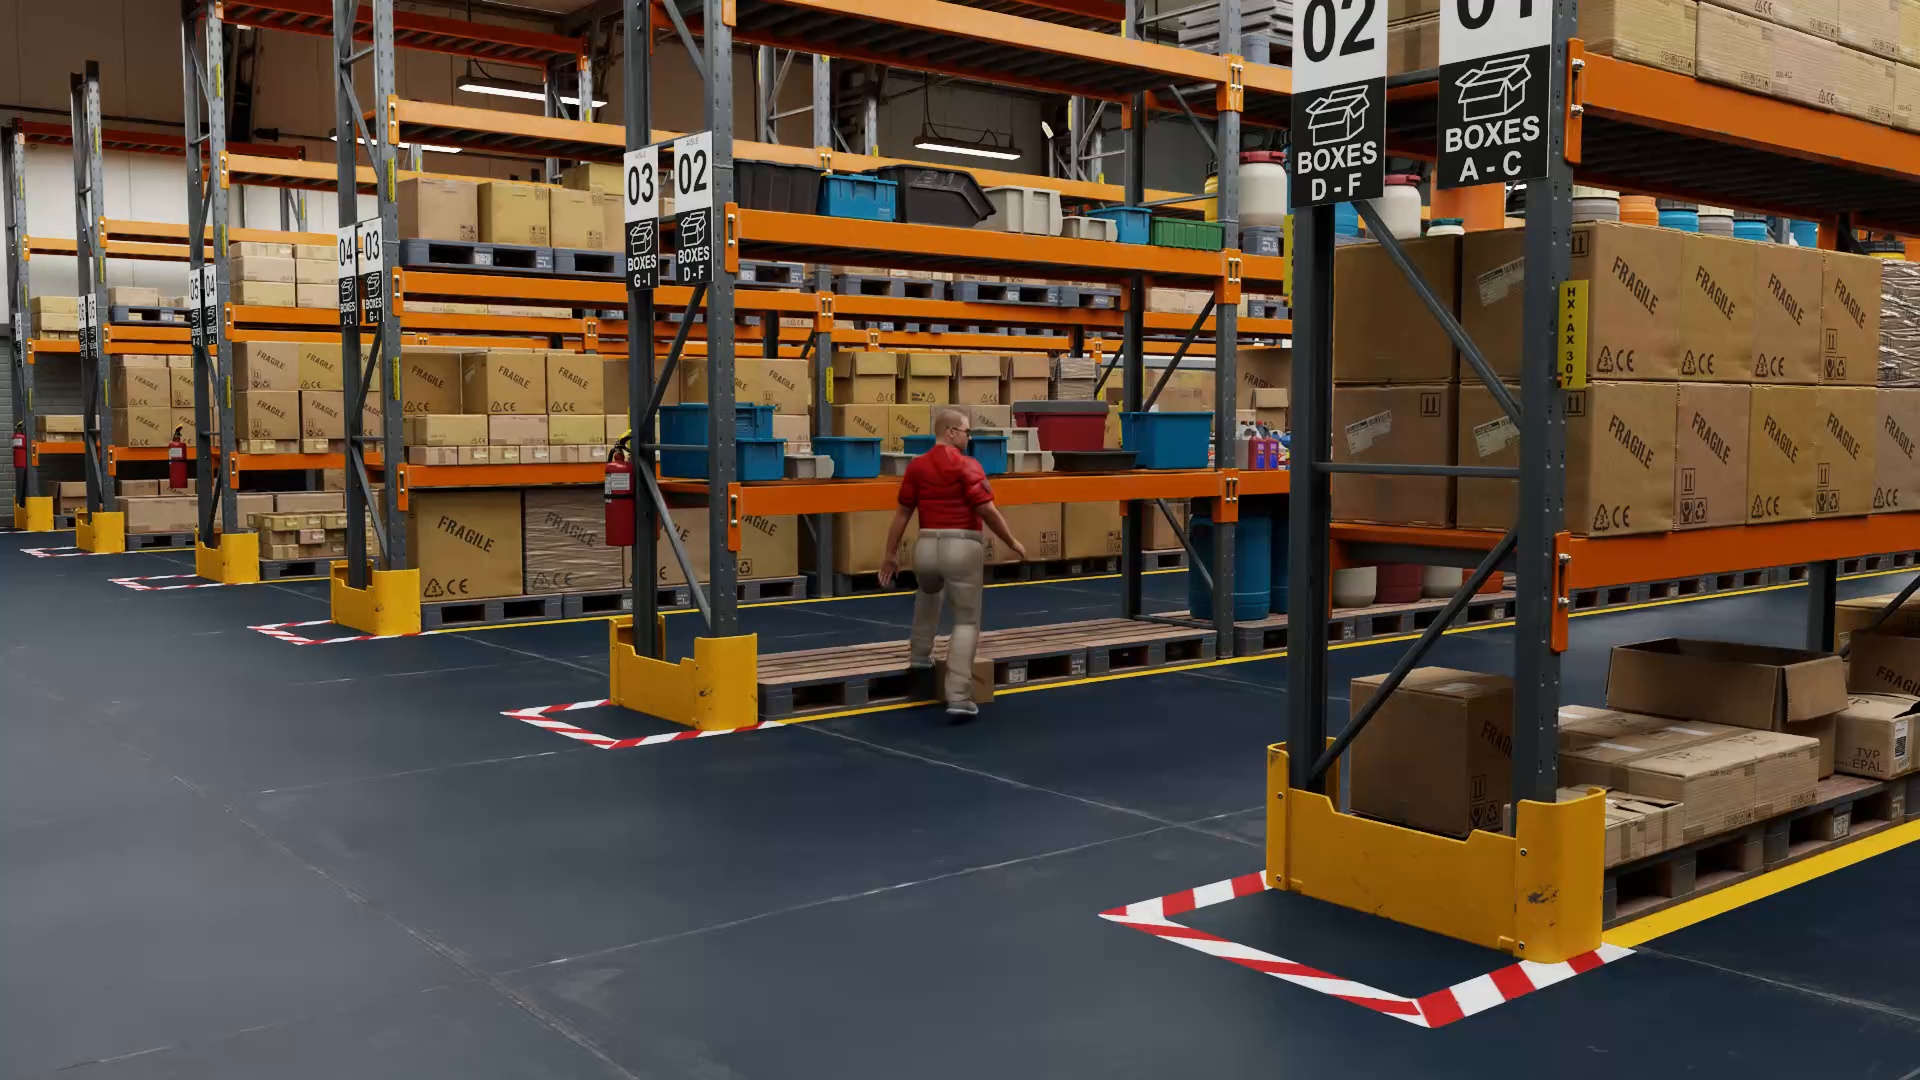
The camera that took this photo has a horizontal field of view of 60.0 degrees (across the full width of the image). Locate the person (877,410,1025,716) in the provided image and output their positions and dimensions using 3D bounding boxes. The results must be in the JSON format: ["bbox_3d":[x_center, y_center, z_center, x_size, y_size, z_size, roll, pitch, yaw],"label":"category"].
[{"bbox_3d":[-0.070,0.110,9.456,0.803,1.697,0.799,2,5,26],"label":"person"}]
